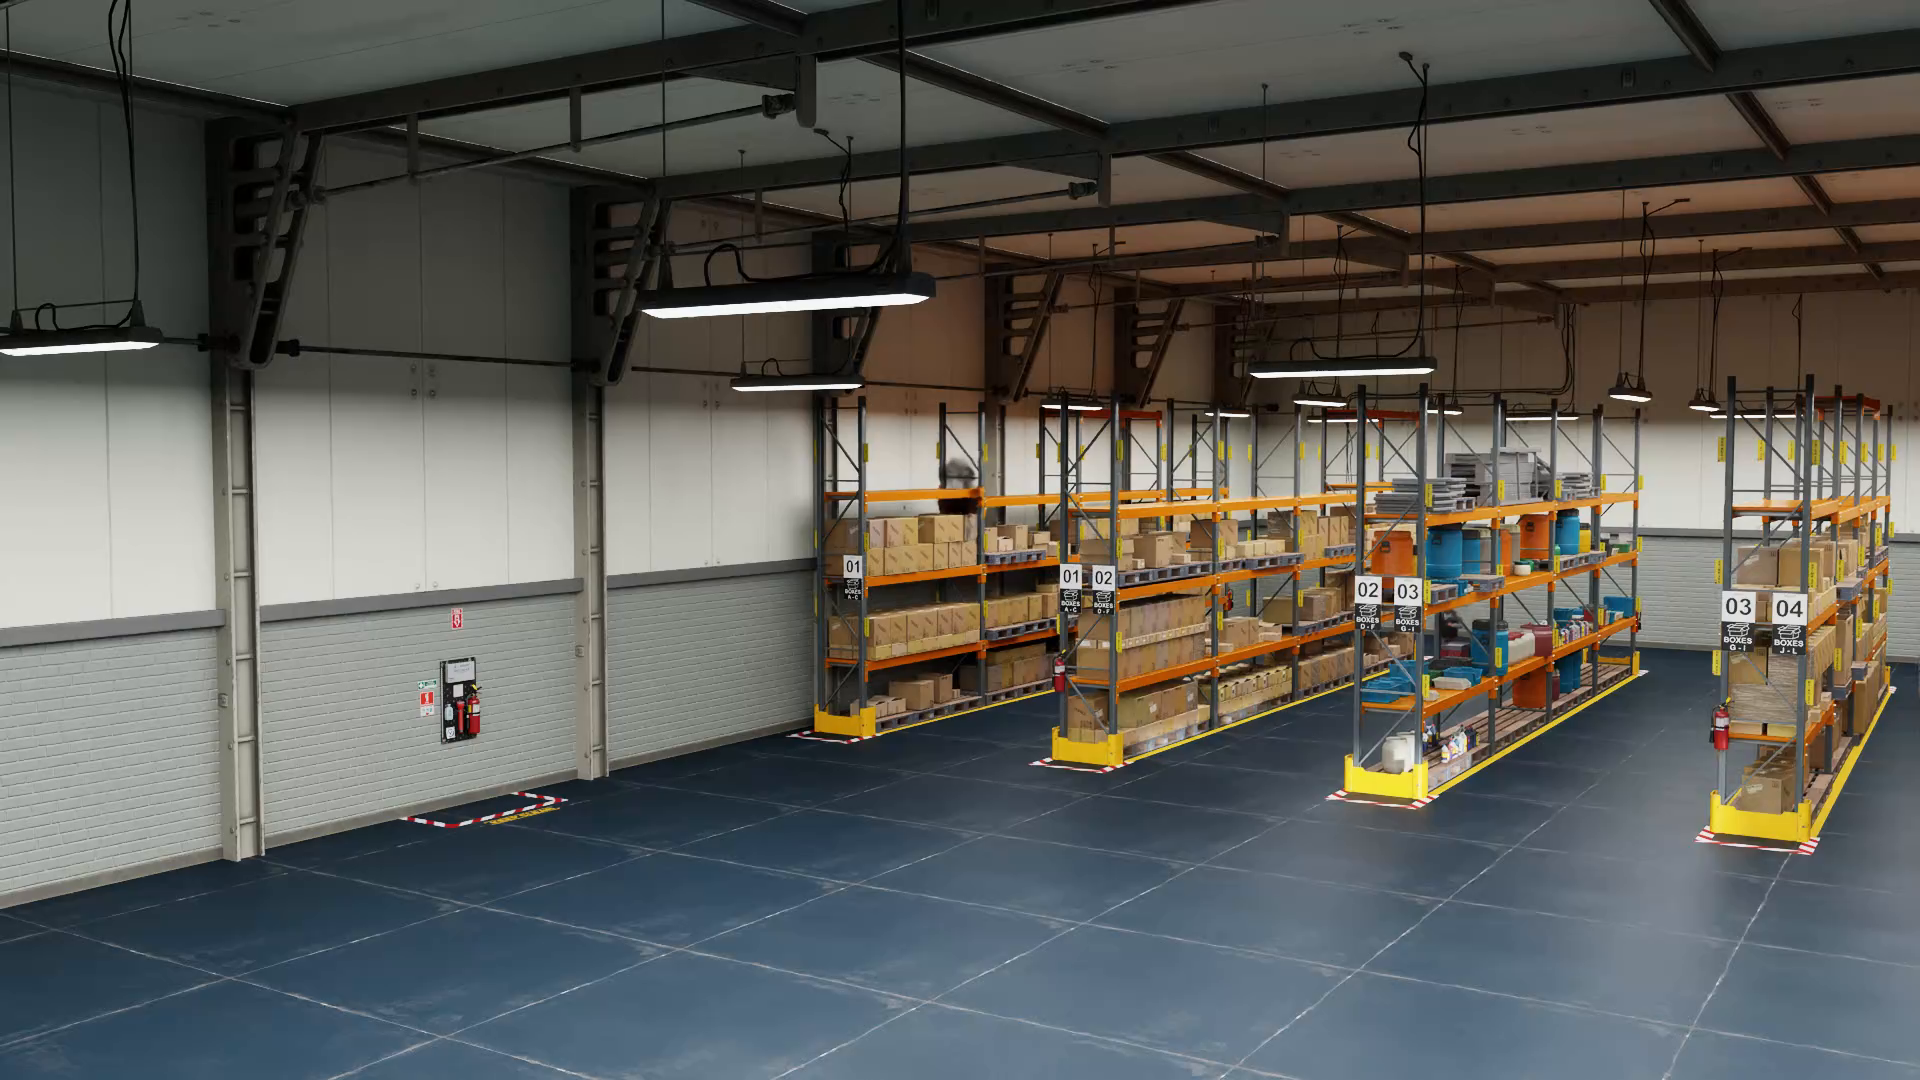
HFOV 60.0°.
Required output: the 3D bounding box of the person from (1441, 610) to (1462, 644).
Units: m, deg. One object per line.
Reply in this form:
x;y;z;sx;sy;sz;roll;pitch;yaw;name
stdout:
10.774;2.197;36.760;0.639;1.751;0.879;1;3;21;person
